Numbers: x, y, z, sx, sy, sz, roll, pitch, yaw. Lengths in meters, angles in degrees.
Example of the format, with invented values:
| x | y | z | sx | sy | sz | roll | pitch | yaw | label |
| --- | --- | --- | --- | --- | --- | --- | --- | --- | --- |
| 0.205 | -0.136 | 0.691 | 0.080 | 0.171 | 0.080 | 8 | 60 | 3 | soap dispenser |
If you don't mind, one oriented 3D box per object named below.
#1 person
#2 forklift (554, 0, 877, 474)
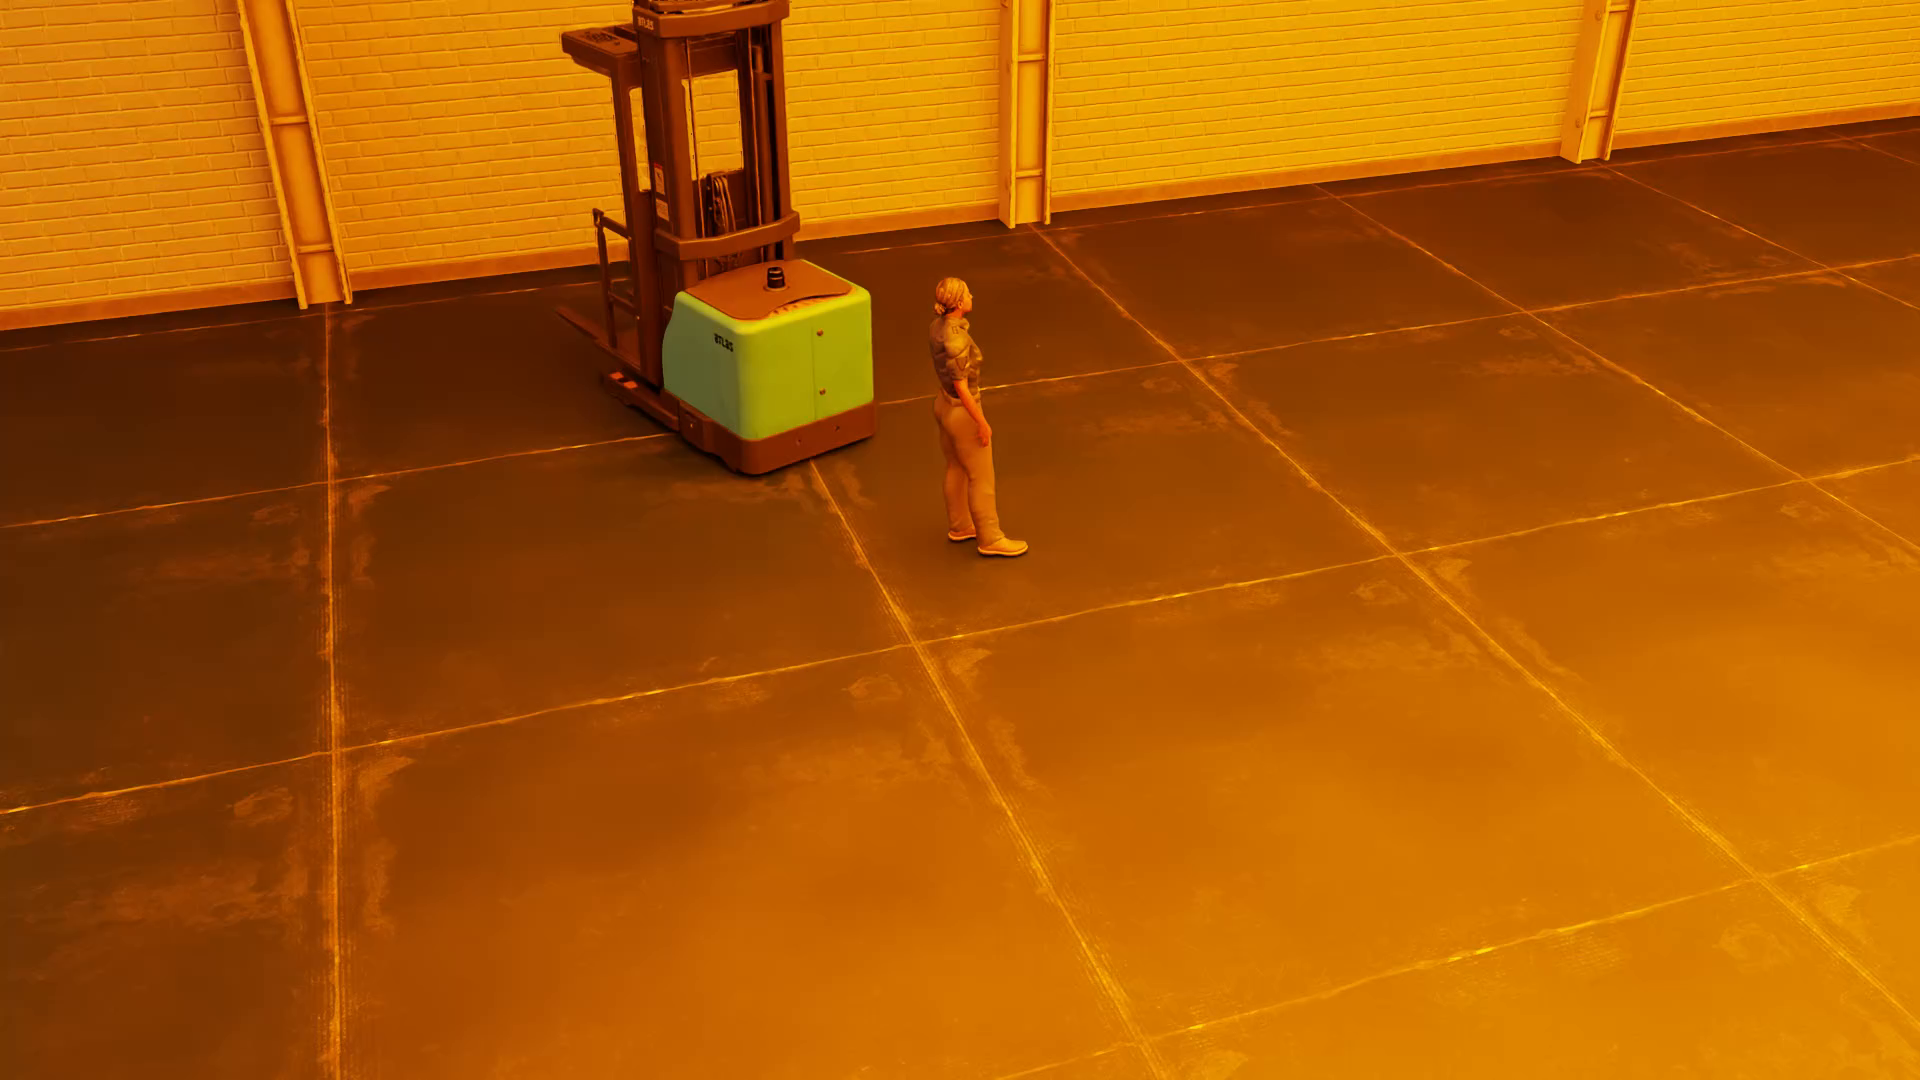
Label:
| x | y | z | sx | sy | sz | roll | pitch | yaw | label |
| --- | --- | --- | --- | --- | --- | --- | --- | --- | --- |
| 0.090 | -0.728 | 9.617 | 0.503 | 1.656 | 0.569 | -10 | 31 | -16 | person |
| -1.873 | -2.356 | 11.181 | 1.130 | 2.935 | 3.031 | -22 | 37 | -33 | forklift |
